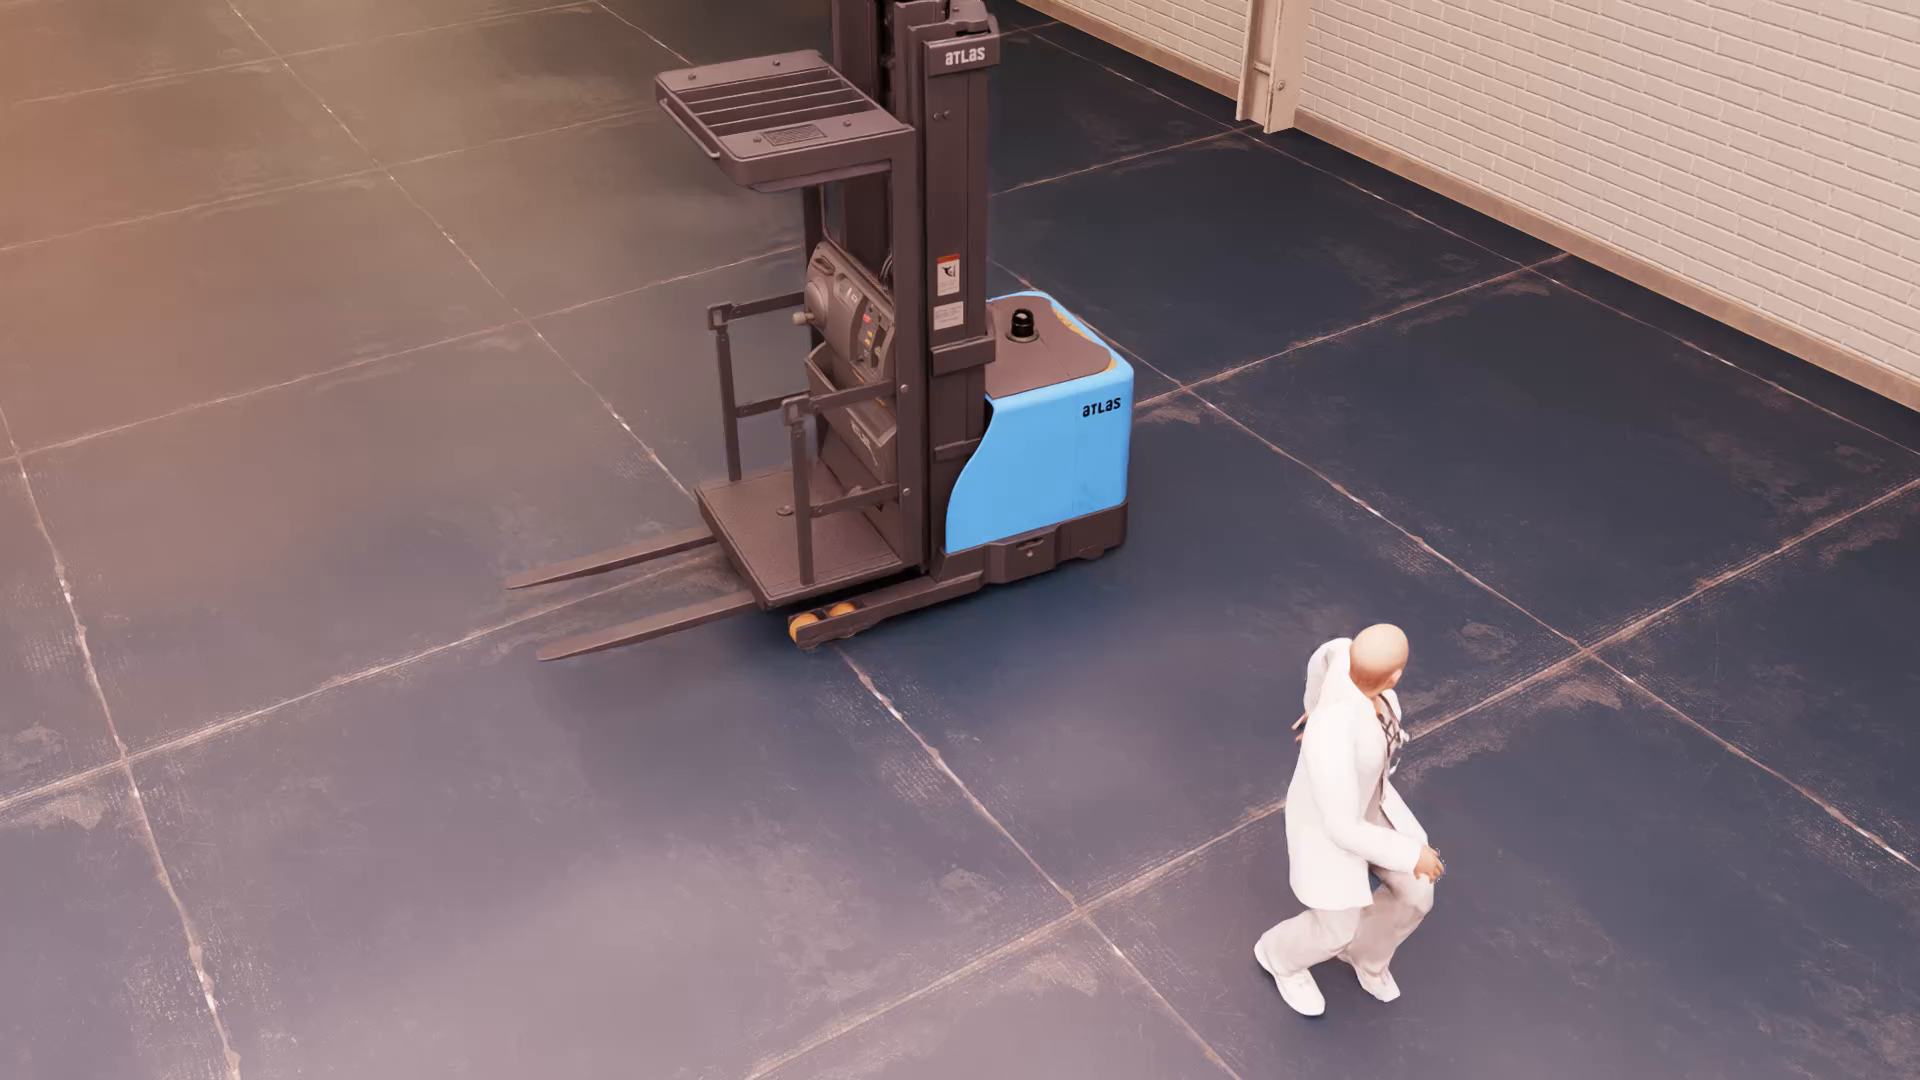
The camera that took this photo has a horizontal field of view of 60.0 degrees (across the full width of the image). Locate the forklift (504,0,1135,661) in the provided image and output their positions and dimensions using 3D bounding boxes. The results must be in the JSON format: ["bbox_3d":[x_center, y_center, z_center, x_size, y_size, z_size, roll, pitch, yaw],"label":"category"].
[{"bbox_3d":[-0.694,-1.026,7.608,3.031,2.935,1.130,-16,38,-21],"label":"forklift"}]

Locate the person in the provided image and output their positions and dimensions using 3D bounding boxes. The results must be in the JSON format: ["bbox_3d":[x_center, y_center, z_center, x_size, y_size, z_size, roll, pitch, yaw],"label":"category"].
[{"bbox_3d":[1.350,0.991,5.849,0.799,1.763,0.728,28,44,34],"label":"person"}]
